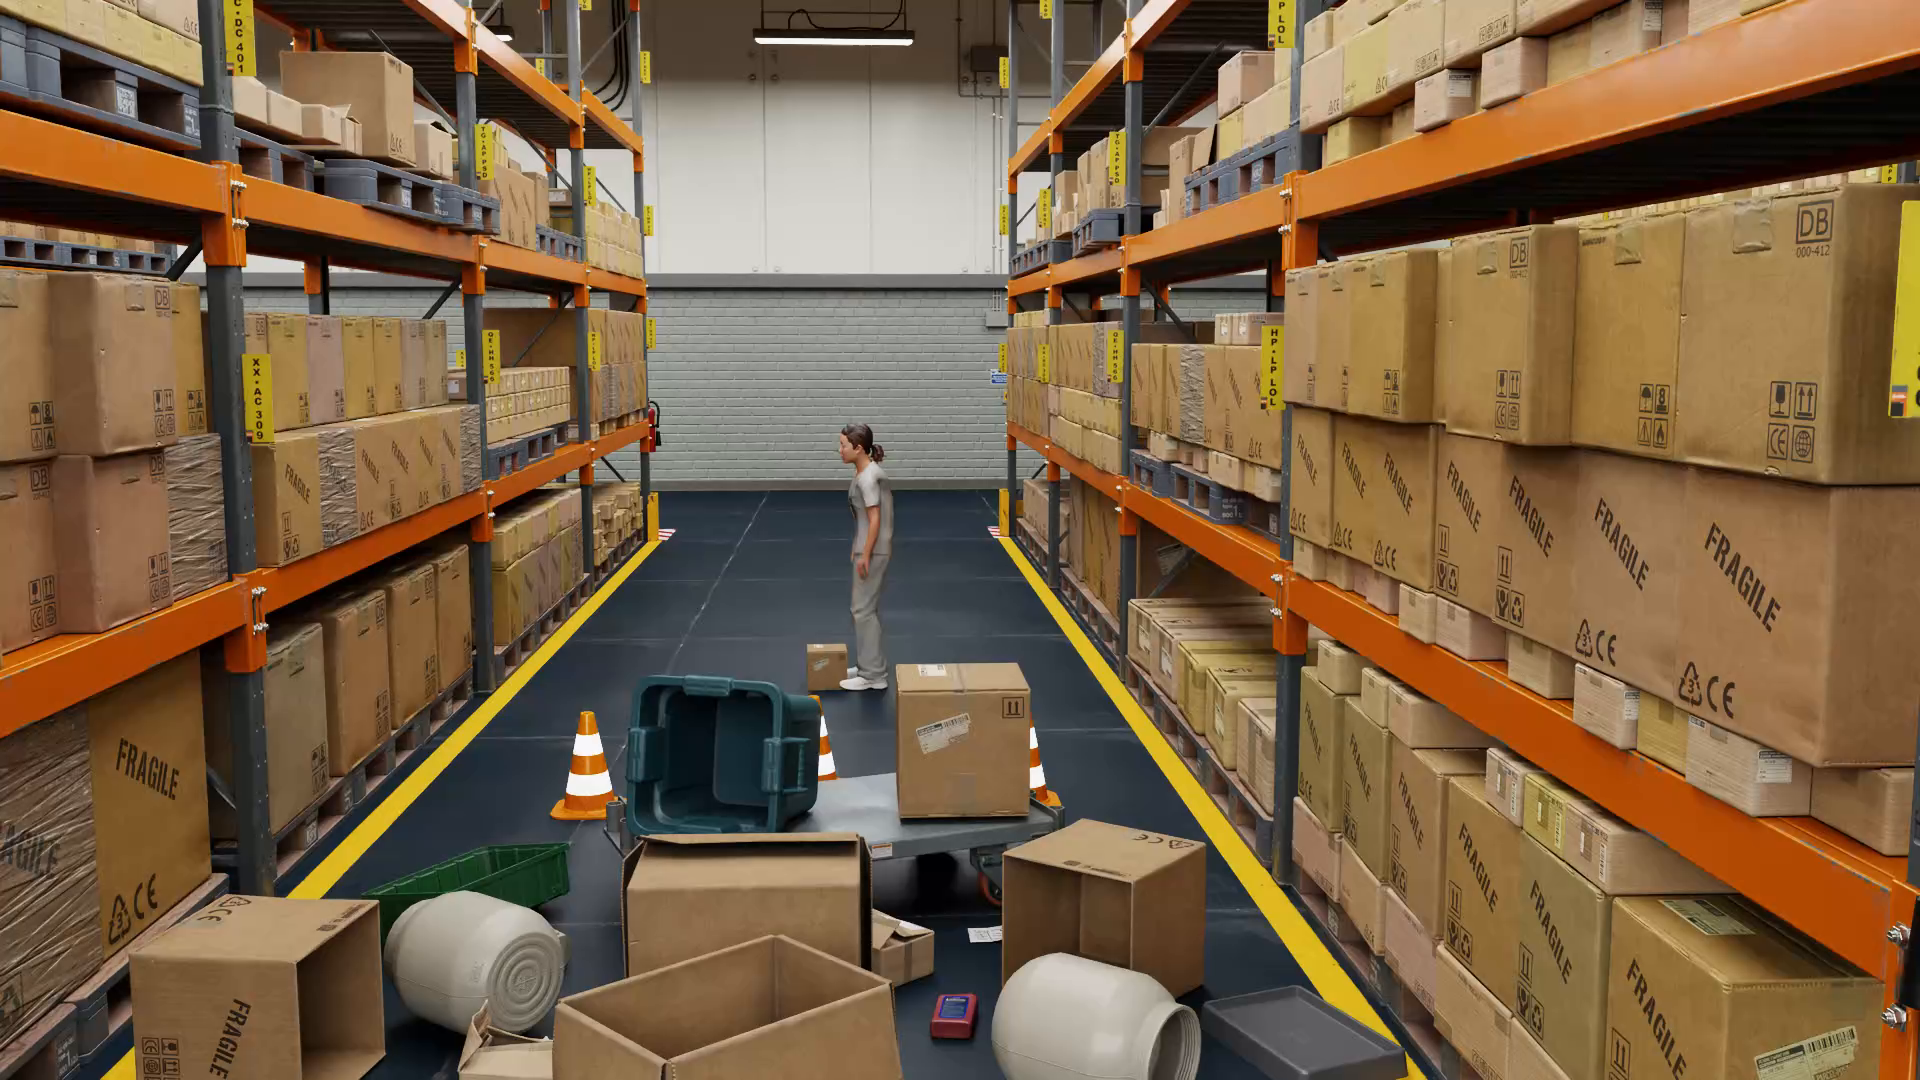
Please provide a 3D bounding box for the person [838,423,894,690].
[{"bbox_3d":[-0.595,0.096,10.472,0.355,1.672,0.515,-1,7,-7],"label":"person"}]
